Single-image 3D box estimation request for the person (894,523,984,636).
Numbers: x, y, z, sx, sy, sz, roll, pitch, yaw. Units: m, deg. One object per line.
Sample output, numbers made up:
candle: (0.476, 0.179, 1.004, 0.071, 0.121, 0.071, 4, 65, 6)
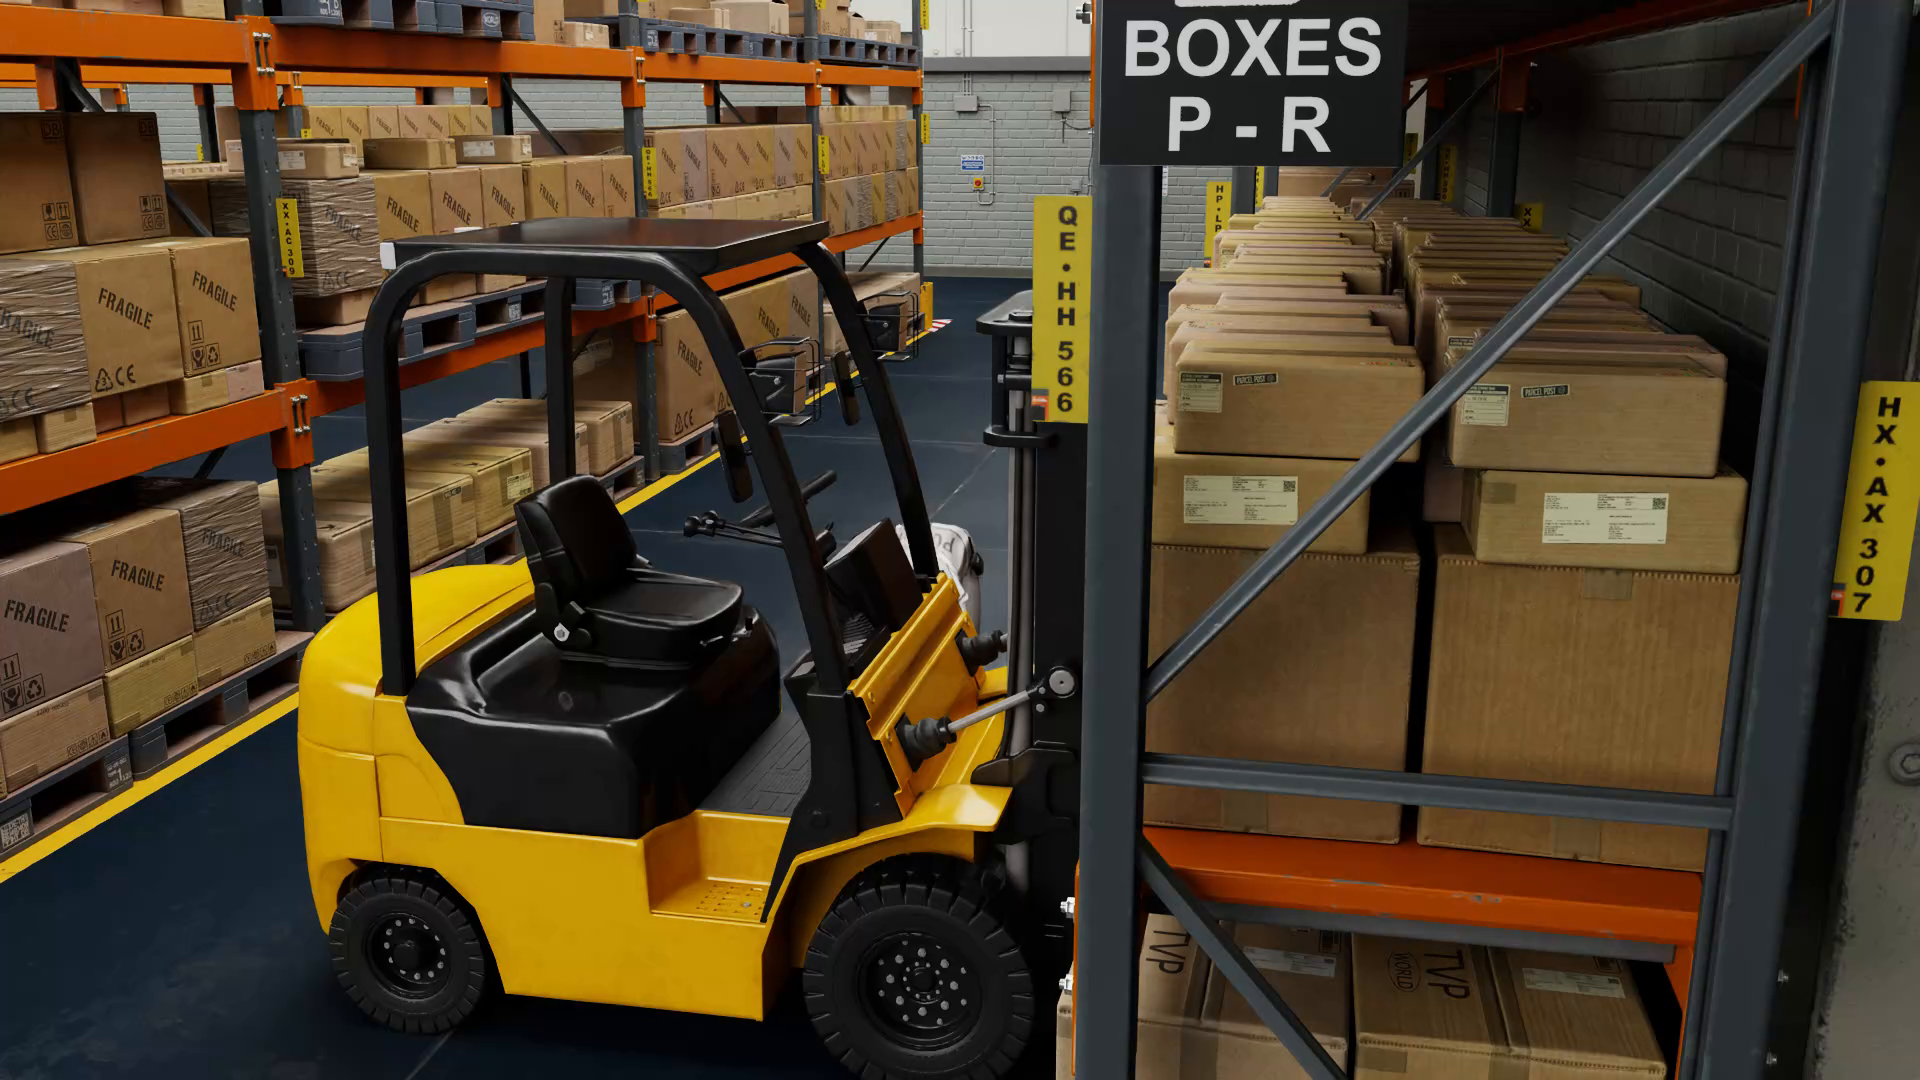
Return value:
person: (-0.148, 0.402, 6.619, 0.464, 0.852, 0.913, 2, 15, 9)
